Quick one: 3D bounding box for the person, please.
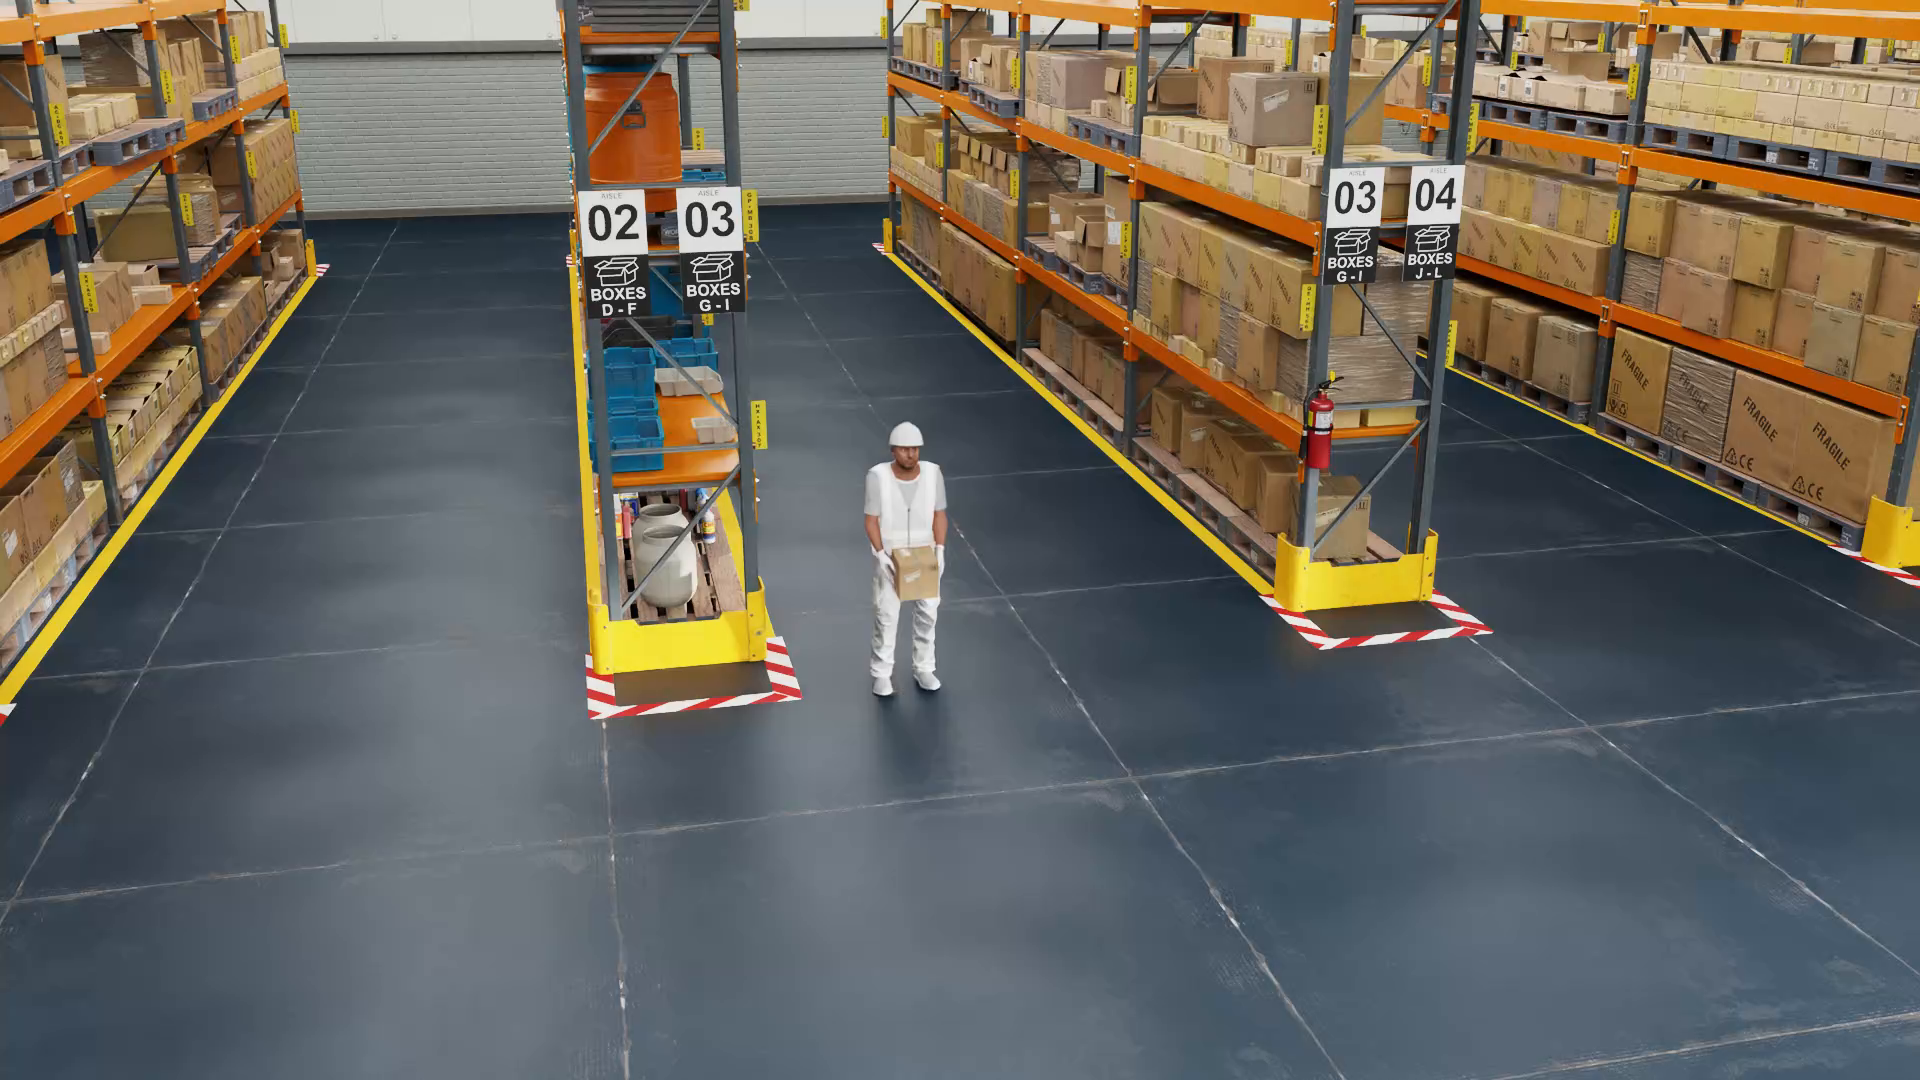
[{"bbox_3d":[-0.333,0.125,10.678,0.549,1.788,0.490,-5,20,-13],"label":"person"}]
